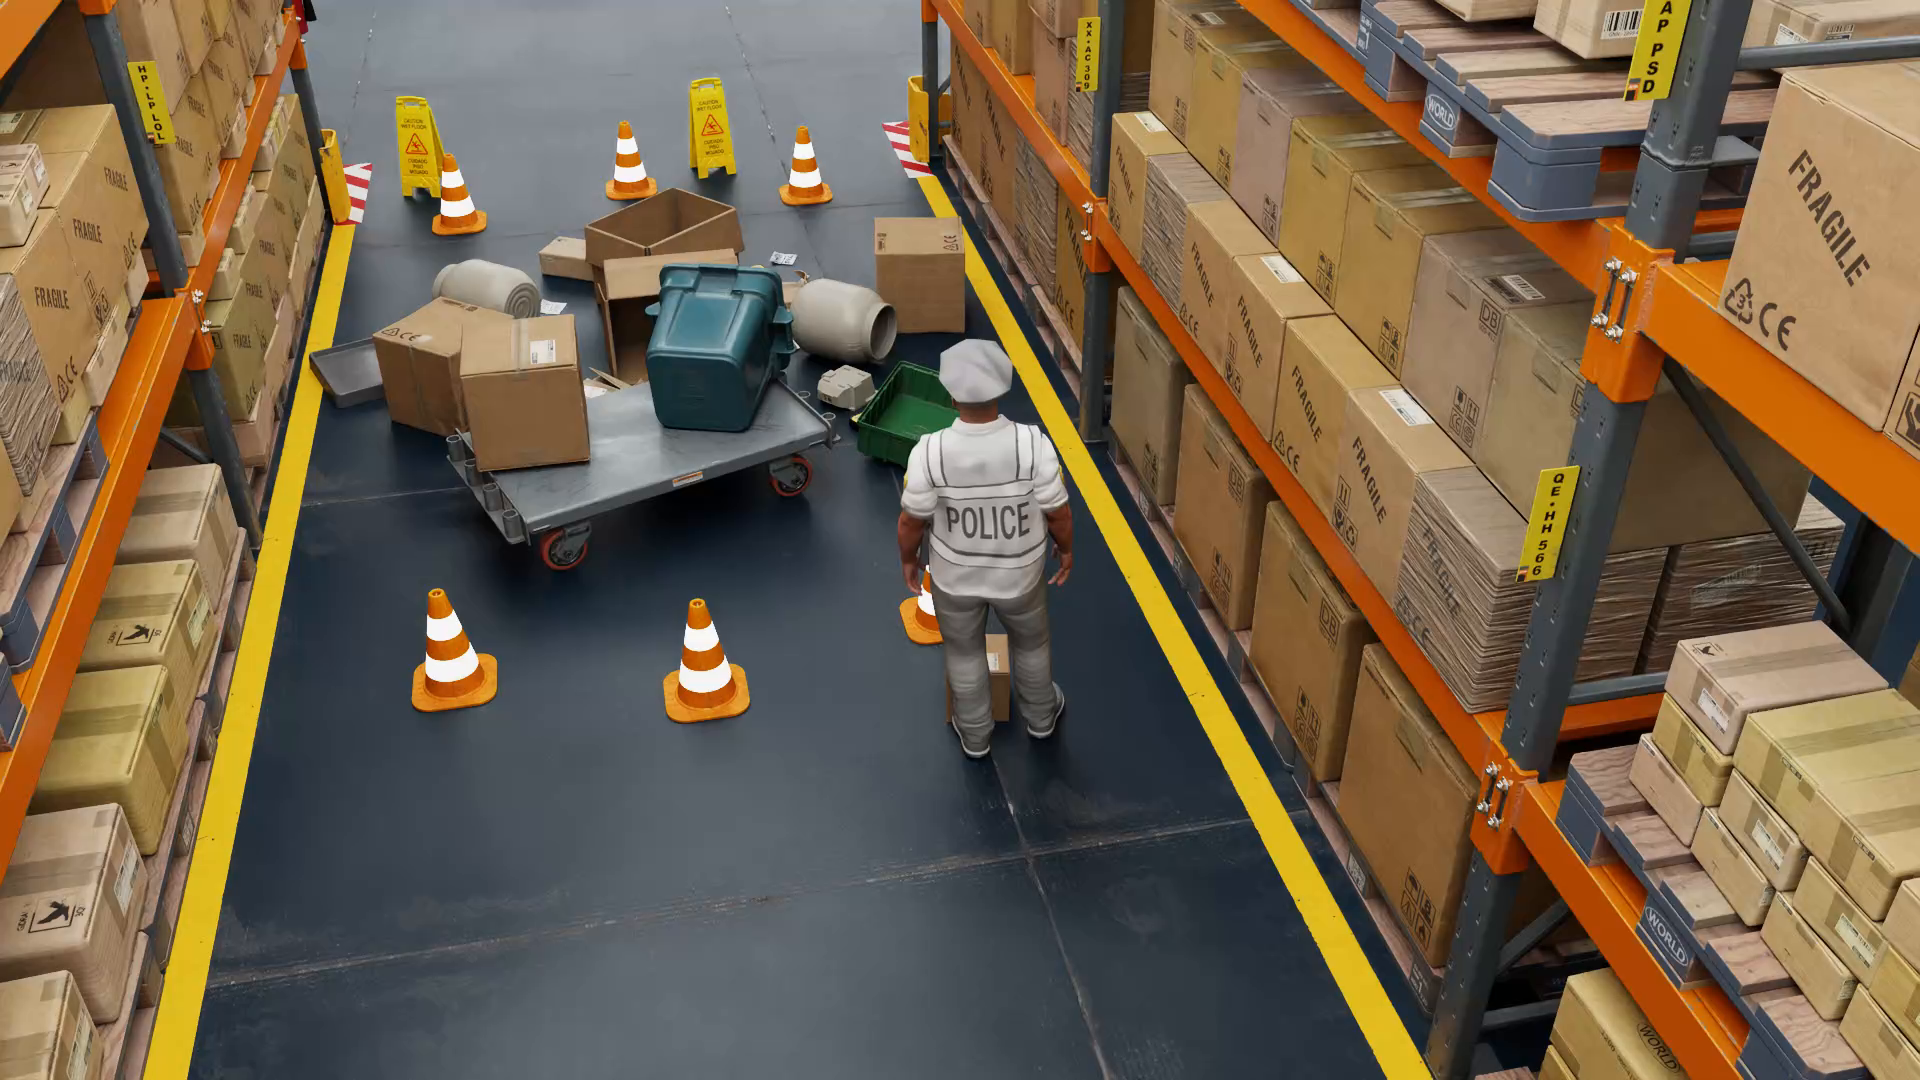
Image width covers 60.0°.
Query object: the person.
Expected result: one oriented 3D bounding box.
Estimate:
[{"bbox_3d":[0.101,0.033,6.047,0.640,1.779,0.575,0,34,0],"label":"person"}]
